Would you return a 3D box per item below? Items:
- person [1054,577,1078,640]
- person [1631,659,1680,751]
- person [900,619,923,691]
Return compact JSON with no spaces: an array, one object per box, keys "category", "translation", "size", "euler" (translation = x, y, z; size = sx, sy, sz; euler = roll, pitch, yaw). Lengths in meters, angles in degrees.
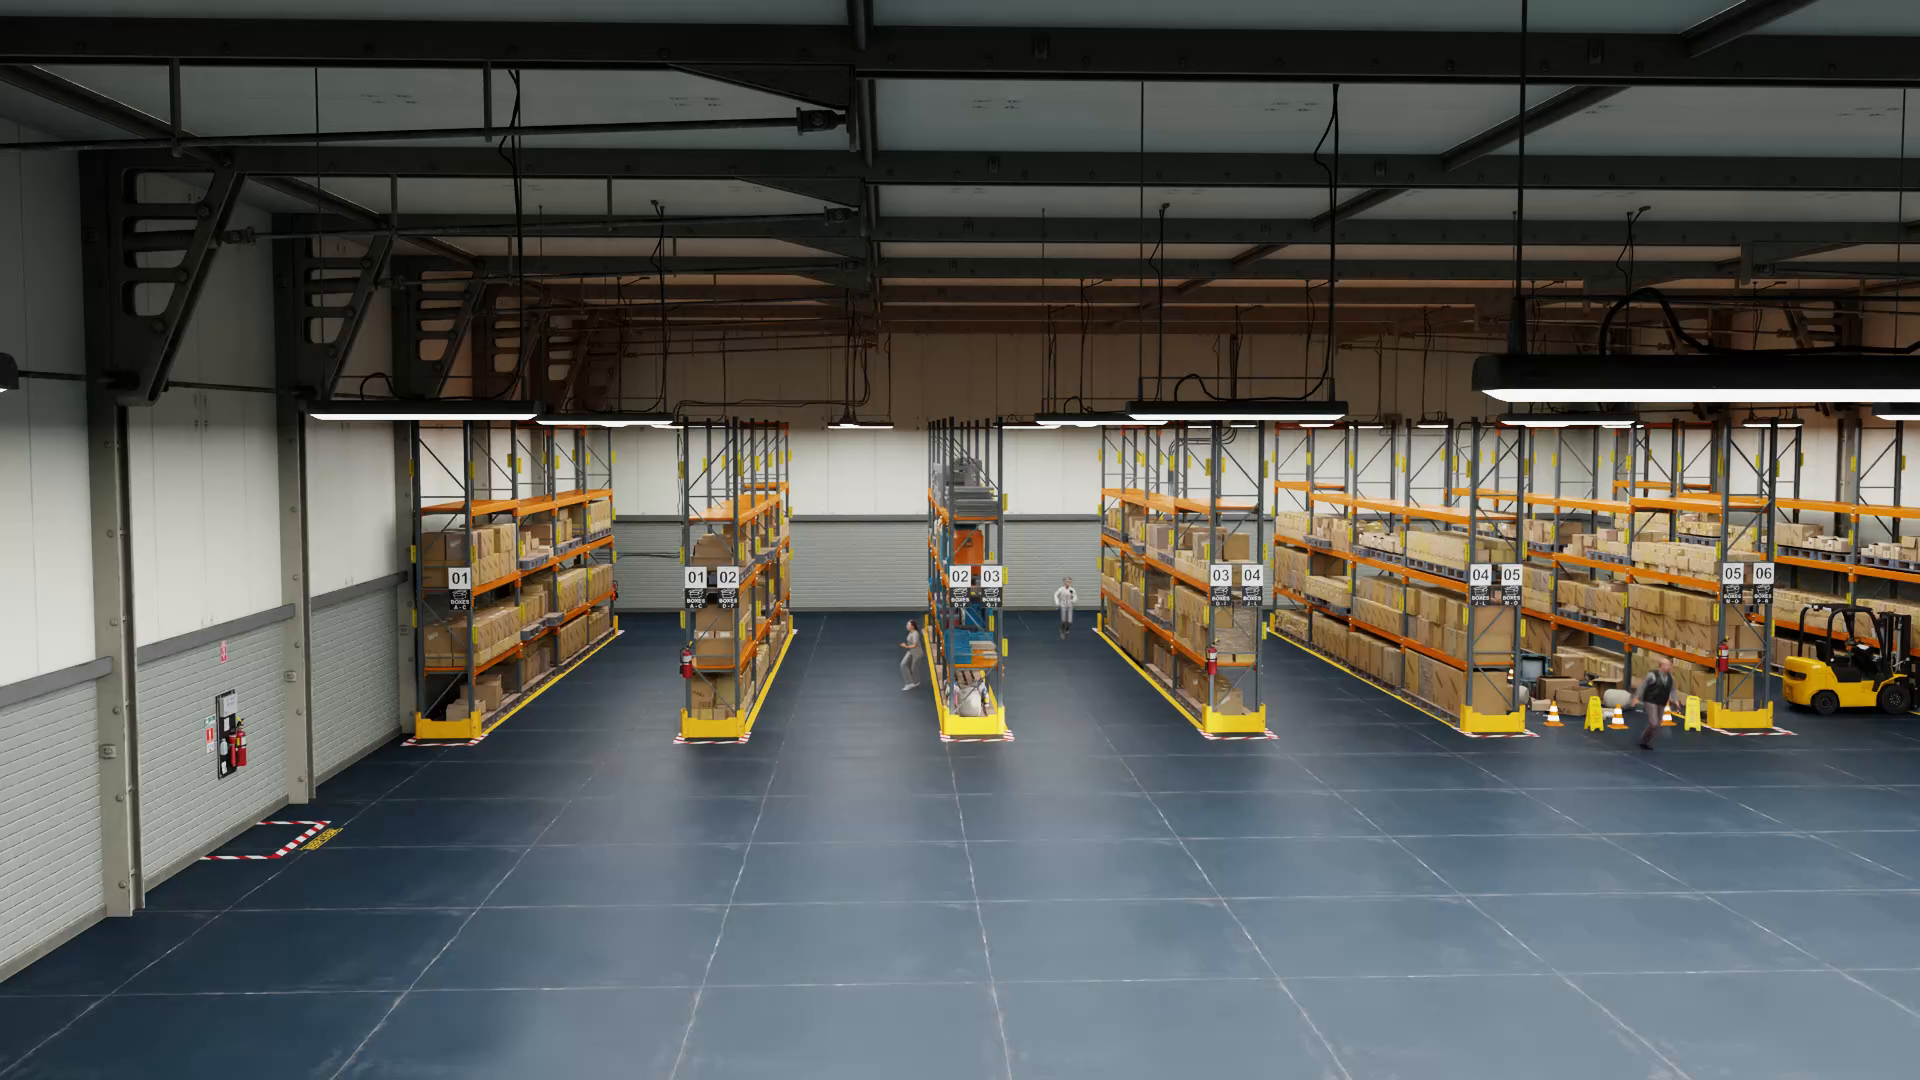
[{"category":"person","translation":[2.858,1.833,44.587],"size":[0.587,1.695,0.619],"euler":[0,4,-7]},{"category":"person","translation":[12.484,2.946,29.768],"size":[0.657,1.683,0.642],"euler":[-1,4,-20]},{"category":"person","translation":[-1.038,2.521,36.646],"size":[0.683,1.578,0.727],"euler":[-3,5,-35]}]
